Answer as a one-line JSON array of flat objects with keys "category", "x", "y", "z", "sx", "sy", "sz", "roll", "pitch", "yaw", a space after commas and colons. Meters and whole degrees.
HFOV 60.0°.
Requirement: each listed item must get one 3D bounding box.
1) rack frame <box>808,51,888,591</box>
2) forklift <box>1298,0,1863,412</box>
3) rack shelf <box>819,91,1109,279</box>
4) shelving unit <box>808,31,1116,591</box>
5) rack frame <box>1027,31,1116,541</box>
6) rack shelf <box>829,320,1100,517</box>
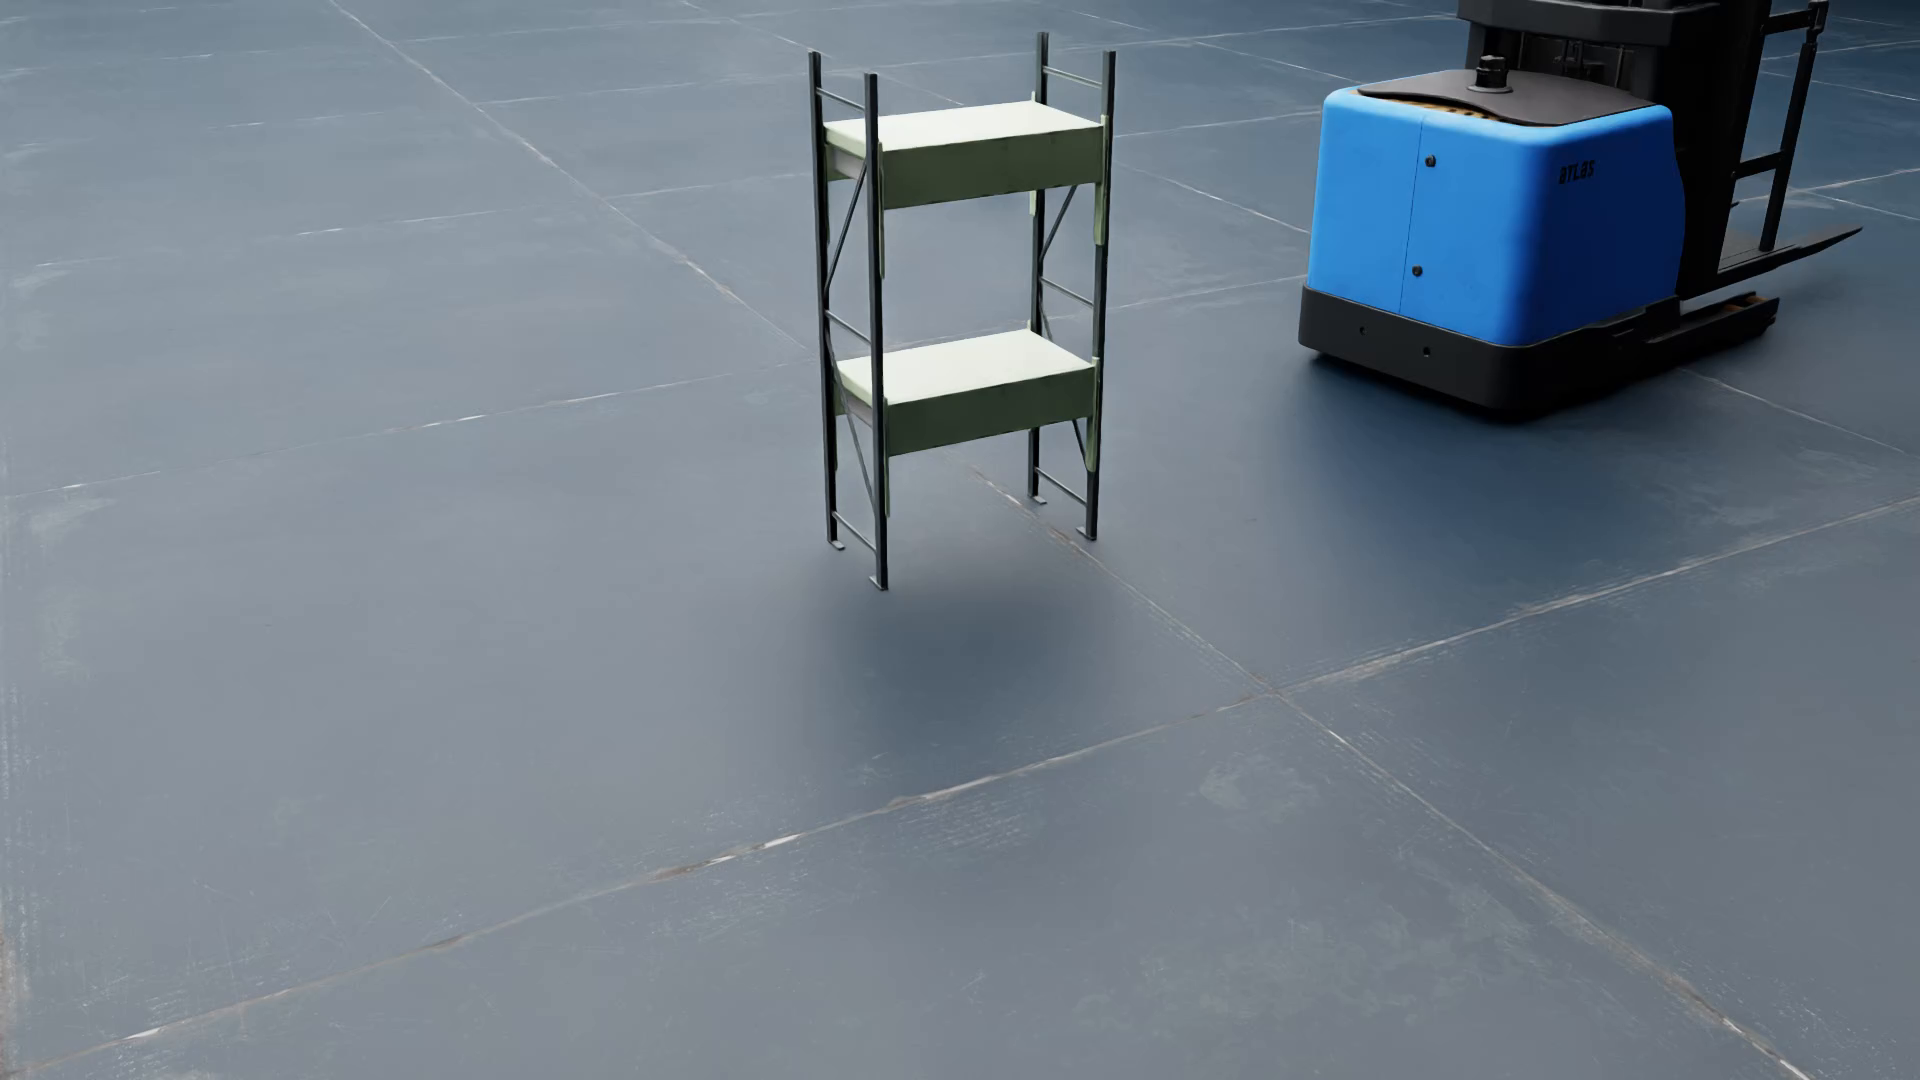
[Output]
[{"category": "rack frame", "x": -0.317, "y": -0.603, "z": 4.773, "sx": 0.023, "sy": 1.500, "sz": 0.400, "roll": -13, "pitch": 29, "yaw": -25}, {"category": "forklift", "x": 2.844, "y": -2.298, "z": 6.650, "sx": 3.031, "sy": 2.935, "sz": 1.130, "roll": -19, "pitch": 32, "yaw": -34}, {"category": "rack shelf", "x": 0.006, "y": -1.029, "z": 4.759, "sx": 0.720, "sy": 0.370, "sz": 0.431, "roll": -13, "pitch": 29, "yaw": -25}, {"category": "shelving unit", "x": 0.006, "y": -0.677, "z": 4.928, "sx": 0.755, "sy": 1.500, "sz": 0.431, "roll": -13, "pitch": 29, "yaw": -25}, {"category": "rack frame", "x": 0.329, "y": -0.752, "z": 5.083, "sx": 0.023, "sy": 1.500, "sz": 0.400, "roll": -13, "pitch": 29, "yaw": -25}, {"category": "rack shelf", "x": 0.006, "y": -0.384, "z": 5.069, "sx": 0.720, "sy": 0.370, "sz": 0.431, "roll": -13, "pitch": 29, "yaw": -25}]
